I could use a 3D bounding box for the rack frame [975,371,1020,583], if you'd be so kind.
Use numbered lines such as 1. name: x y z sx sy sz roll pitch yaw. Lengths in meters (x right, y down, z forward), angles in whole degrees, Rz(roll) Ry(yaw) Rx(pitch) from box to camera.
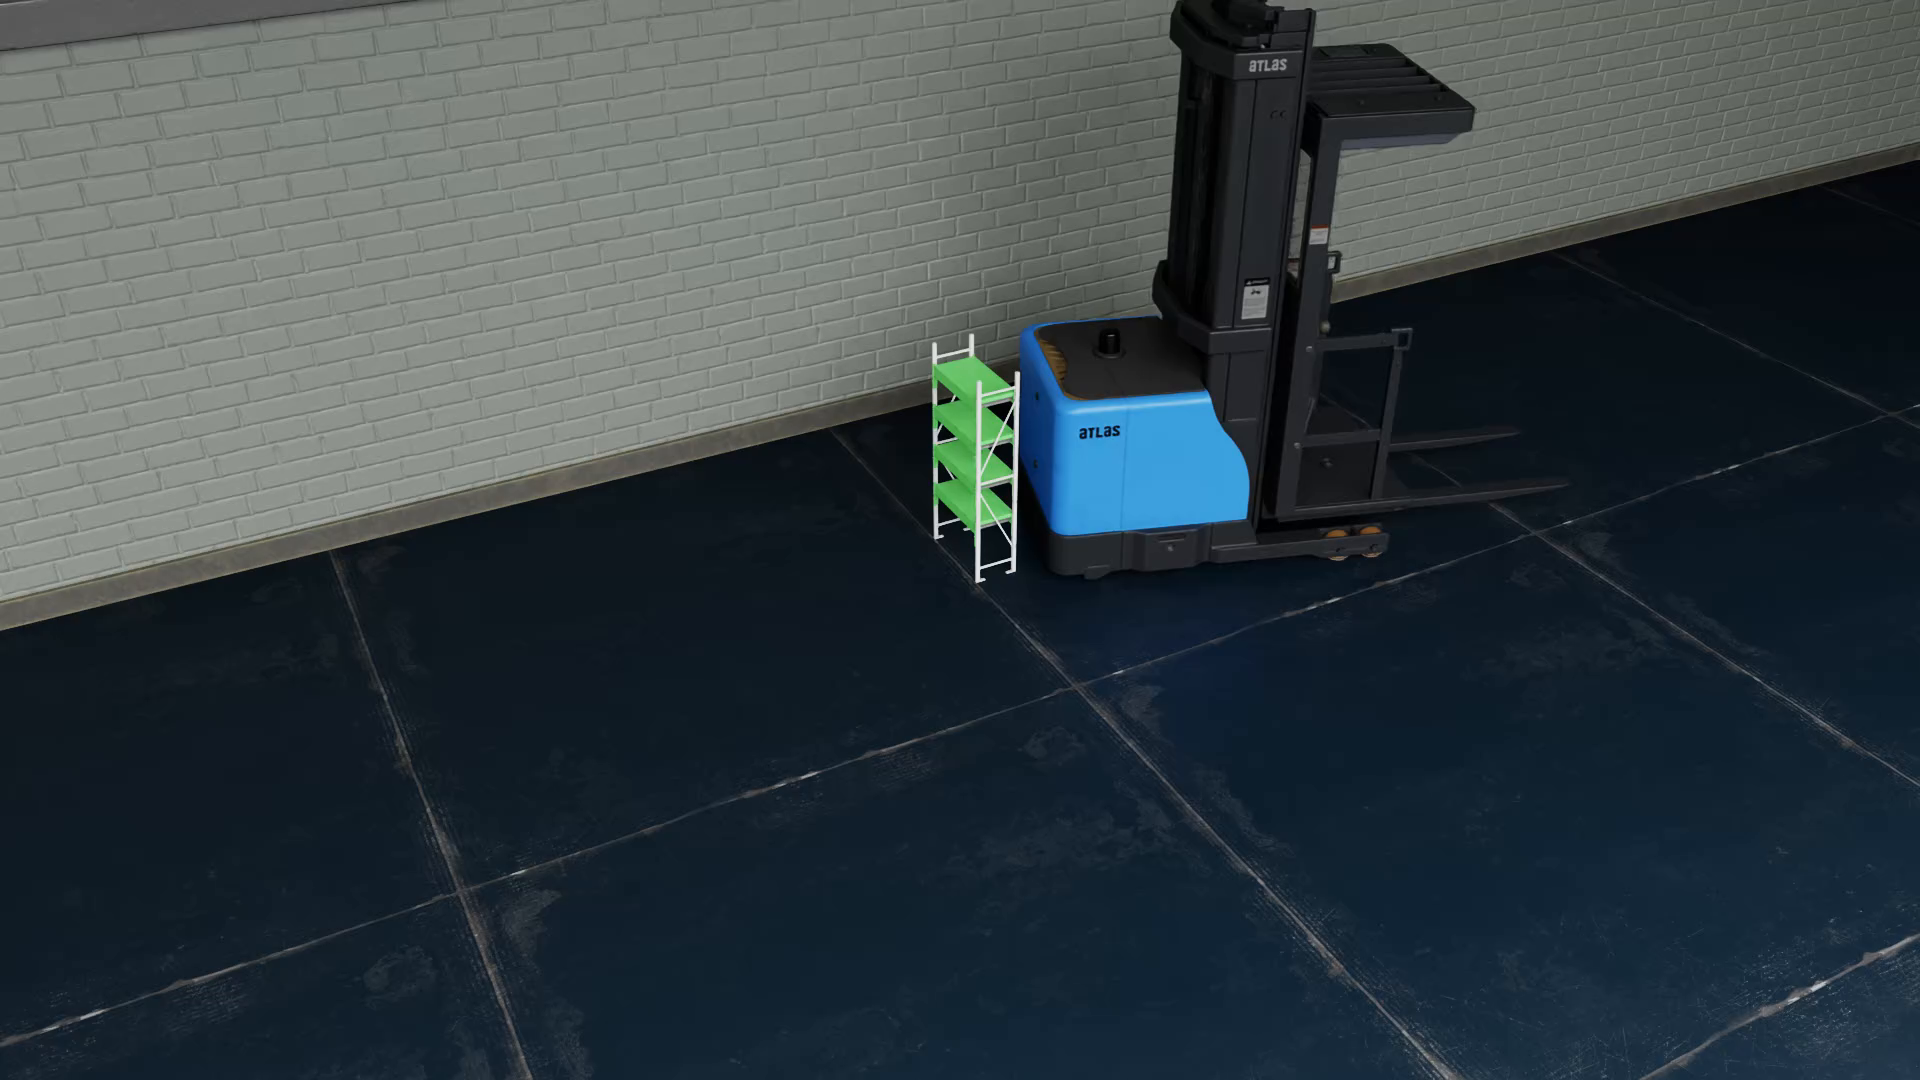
1. rack frame: 0.191 -0.310 8.621 0.240 1.200 0.015 -16 36 -23

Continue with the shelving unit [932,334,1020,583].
1. shelving unit: 0.077 -0.426 8.803 0.258 1.200 0.503 -16 36 -23

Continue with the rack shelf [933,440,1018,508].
1. rack shelf: 0.077 -0.372 8.837 0.258 0.148 0.480 -16 36 -23

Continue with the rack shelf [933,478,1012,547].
1. rack shelf: 0.077 -0.170 8.967 0.258 0.148 0.480 -16 36 -23

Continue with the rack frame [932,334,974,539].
1. rack frame: -0.037 -0.543 8.985 0.240 1.200 0.015 -16 36 -23

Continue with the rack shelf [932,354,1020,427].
1. rack shelf: 0.077 -0.777 8.579 0.258 0.148 0.480 -16 36 -23

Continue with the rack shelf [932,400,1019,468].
1. rack shelf: 0.077 -0.574 8.708 0.258 0.148 0.480 -16 36 -23

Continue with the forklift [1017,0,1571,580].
1. forklift: 1.882 -1.397 8.713 3.031 2.935 1.130 -5 33 -8
